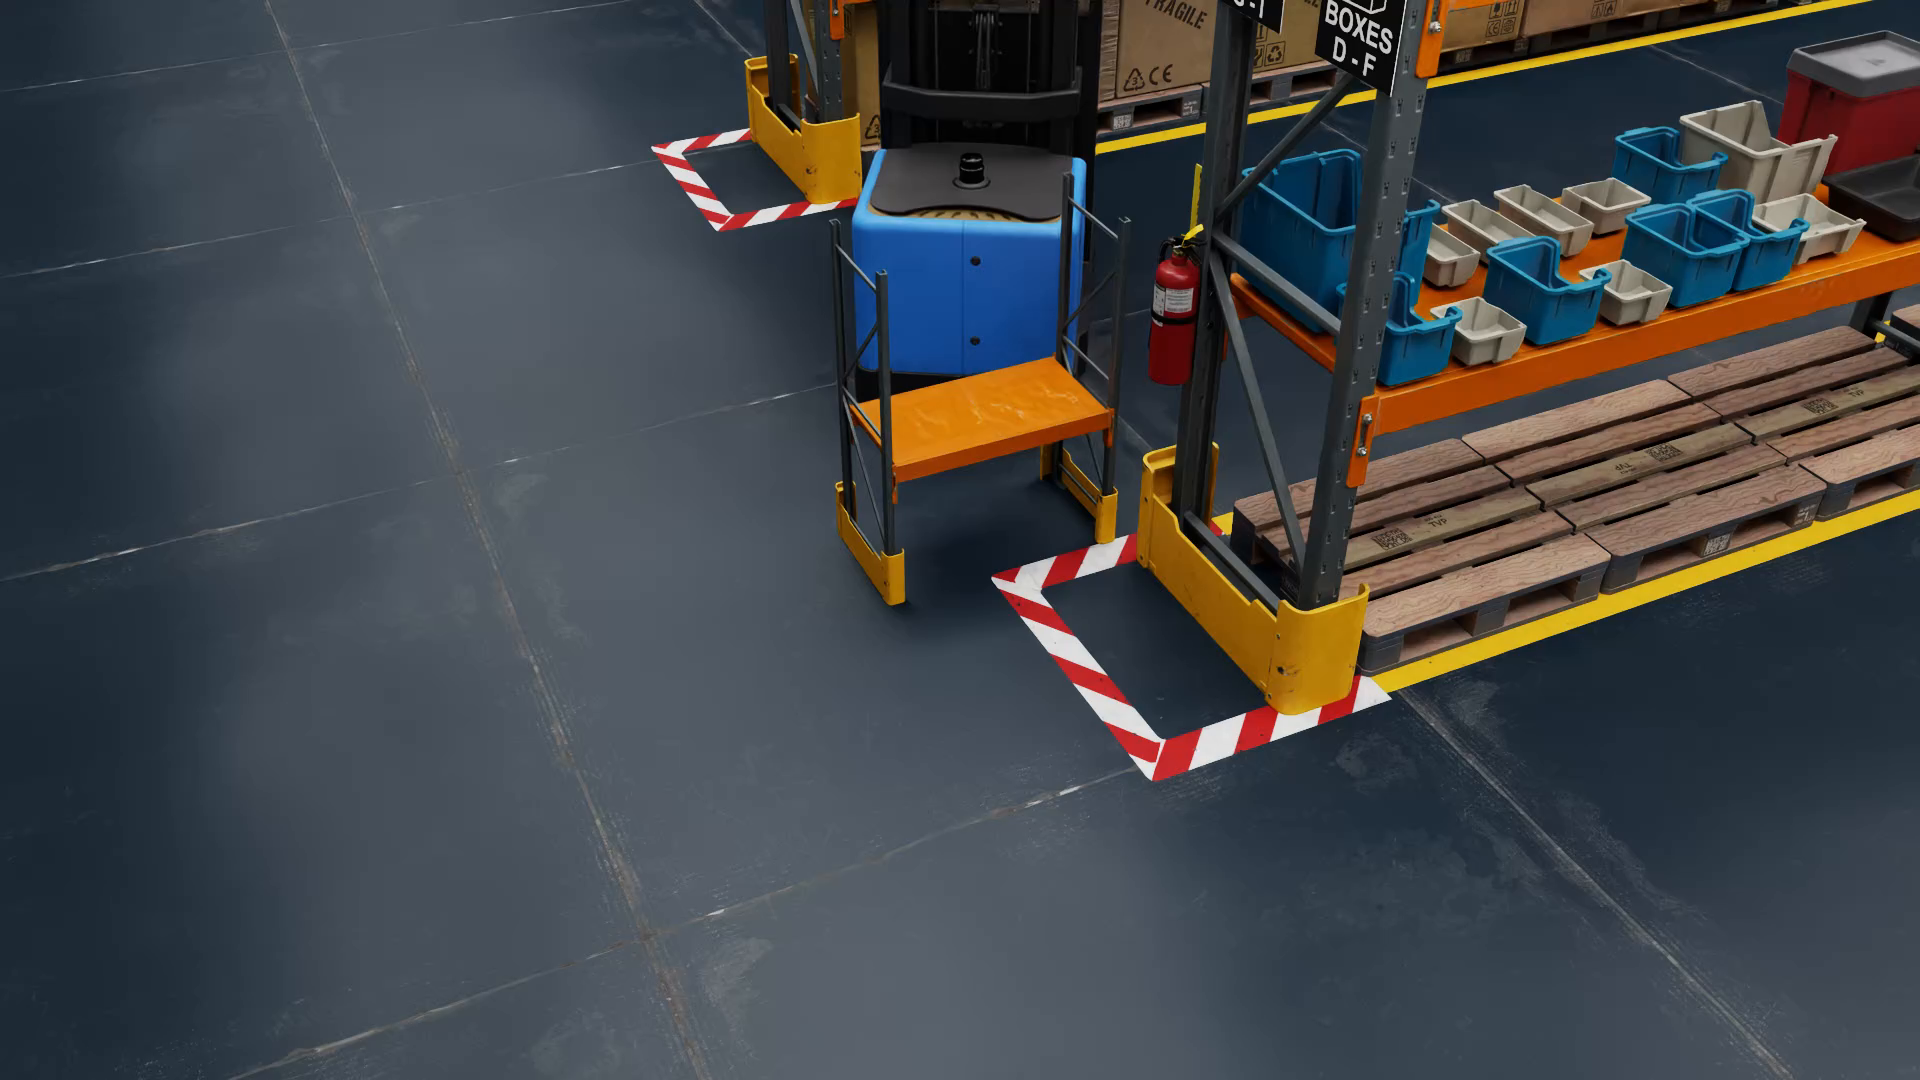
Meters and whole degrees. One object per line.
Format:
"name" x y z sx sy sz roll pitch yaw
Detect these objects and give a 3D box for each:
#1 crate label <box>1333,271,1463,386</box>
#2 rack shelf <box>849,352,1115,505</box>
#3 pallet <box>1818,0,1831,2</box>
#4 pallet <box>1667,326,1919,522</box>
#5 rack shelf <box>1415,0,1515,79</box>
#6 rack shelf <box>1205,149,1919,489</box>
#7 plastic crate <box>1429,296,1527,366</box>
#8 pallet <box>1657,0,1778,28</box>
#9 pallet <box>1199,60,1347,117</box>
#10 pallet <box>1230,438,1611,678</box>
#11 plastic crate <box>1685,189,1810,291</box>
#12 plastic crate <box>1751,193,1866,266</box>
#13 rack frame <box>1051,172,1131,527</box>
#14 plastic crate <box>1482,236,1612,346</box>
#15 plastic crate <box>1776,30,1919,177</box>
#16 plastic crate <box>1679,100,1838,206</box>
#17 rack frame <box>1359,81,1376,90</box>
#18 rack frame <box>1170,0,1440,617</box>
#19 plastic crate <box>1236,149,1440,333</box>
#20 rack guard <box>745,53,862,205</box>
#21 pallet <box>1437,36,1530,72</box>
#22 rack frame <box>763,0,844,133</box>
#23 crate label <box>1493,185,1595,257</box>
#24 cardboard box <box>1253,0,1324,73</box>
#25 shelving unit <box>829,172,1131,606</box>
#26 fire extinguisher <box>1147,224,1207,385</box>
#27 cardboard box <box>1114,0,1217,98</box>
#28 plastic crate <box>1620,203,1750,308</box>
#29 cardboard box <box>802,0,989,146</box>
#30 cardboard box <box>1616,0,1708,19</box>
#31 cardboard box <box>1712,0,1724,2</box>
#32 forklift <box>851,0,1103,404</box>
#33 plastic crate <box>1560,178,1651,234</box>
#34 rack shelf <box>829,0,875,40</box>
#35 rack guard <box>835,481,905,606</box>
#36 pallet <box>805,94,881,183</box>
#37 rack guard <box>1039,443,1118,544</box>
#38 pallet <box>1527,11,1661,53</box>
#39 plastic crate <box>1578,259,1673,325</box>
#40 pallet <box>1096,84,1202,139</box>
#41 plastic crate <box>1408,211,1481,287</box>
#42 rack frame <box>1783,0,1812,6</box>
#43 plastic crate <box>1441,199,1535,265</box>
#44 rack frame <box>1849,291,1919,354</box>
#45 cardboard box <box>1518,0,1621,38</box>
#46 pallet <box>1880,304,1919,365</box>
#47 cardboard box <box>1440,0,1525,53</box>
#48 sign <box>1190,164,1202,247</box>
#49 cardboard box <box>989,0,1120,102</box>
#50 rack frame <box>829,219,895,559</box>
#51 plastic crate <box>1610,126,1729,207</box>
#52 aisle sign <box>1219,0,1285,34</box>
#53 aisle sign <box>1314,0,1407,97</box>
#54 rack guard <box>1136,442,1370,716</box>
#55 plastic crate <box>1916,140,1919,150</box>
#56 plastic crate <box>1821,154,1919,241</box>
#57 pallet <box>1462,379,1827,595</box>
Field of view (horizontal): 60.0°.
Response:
"crate label" 1.517 -0.735 5.813 0.303 0.233 0.416 -16 39 -20
"rack shelf" 0.077 -0.480 6.940 1.000 0.185 0.538 -16 39 -20
"pallet" 6.999 -4.666 13.364 1.213 0.211 1.003 -16 39 -20
"pallet" 4.126 -0.579 7.853 1.213 0.211 1.003 -16 39 -20
"rack shelf" 2.964 -2.315 5.940 4.000 0.370 1.077 -16 39 -20
"rack shelf" 2.964 -1.111 6.833 4.000 0.370 1.077 -16 39 -20
"plastic crate" 1.843 -0.733 5.891 0.298 0.136 0.250 -16 39 -20
"pallet" 5.546 -4.310 12.884 1.213 0.211 1.003 -16 39 -20
"pallet" 1.949 -3.307 11.531 1.213 0.211 1.003 -16 39 -20
"pallet" 1.917 0.039 7.021 1.213 0.211 1.003 -16 39 -20
"plastic crate" 2.981 -1.144 6.365 0.300 0.233 0.416 -16 39 -20
"plastic crate" 3.326 -1.221 6.549 0.466 0.136 0.293 -16 39 -20
"rack frame" 0.537 -0.753 7.006 0.032 1.500 0.500 -16 39 -20
"plastic crate" 2.113 -0.902 6.038 0.300 0.233 0.416 -16 39 -20
"plastic crate" 3.860 -1.865 7.142 0.583 0.464 0.402 -16 39 -20
"plastic crate" 3.314 -1.595 6.932 0.530 0.282 0.437 -16 39 -20
"rack frame" 2.670 -4.577 10.903 0.127 3.000 1.000 -16 39 -20
"rack frame" 1.154 -0.893 5.937 0.127 3.000 1.000 -16 39 -20
"plastic crate" 1.377 -1.117 6.158 0.499 0.435 0.616 -16 39 -20
"rack guard" -0.972 -2.554 10.274 0.348 0.500 1.175 -16 39 -20
"pallet" 3.337 -3.693 12.052 1.213 0.211 1.003 -16 39 -20
"rack frame" -0.951 -3.564 9.538 0.127 3.000 1.000 -16 39 -20
"crate label" 2.325 -1.265 6.608 0.243 0.136 0.396 -16 39 -20
"cardboard box" 2.039 -3.768 11.244 0.875 0.875 0.875 -16 39 -20
"shelving unit" 0.069 -0.622 6.829 1.083 1.500 0.587 -16 39 -20
"fire extinguisher" 0.824 -0.919 6.350 0.183 0.674 0.296 -16 39 -20
"cardboard box" 1.224 -3.540 10.936 0.875 0.875 0.875 -16 39 -20
"plastic crate" 2.709 -1.068 6.263 0.300 0.233 0.416 -16 39 -20
"cardboard box" -0.405 -3.085 10.322 0.875 0.875 0.875 -16 39 -20
"cardboard box" 4.847 -4.520 12.257 0.875 0.875 1.225 -15 39 -20
"cardboard box" 5.658 -4.741 12.555 0.875 0.875 1.225 -17 40 -22
"forklift" 0.170 -2.588 8.279 1.130 2.935 3.031 4 37 5
"plastic crate" 2.585 -1.350 6.723 0.250 0.136 0.298 -16 39 -20
"rack shelf" 0.860 -3.782 10.435 4.000 0.370 1.077 -16 39 -20
"rack guard" -0.382 0.006 7.032 0.087 0.250 0.587 -16 39 -20
"pallet" -0.260 -2.689 10.698 1.213 0.211 1.003 -16 39 -20
"rack guard" 0.520 -0.246 7.371 0.087 0.250 0.587 -16 39 -20
"pallet" 4.443 -4.004 12.471 1.213 0.211 1.003 -16 39 -20
"plastic crate" 2.457 -0.905 6.123 0.298 0.136 0.250 -16 39 -20
"pallet" 0.843 -2.995 11.111 1.213 0.211 1.003 -16 39 -20
"plastic crate" 1.815 -1.116 6.407 0.243 0.136 0.396 -16 39 -20
"rack frame" 6.291 -5.589 12.268 0.127 3.000 1.000 -16 39 -20
"plastic crate" 2.083 -1.181 6.496 0.243 0.136 0.396 -16 39 -20
"rack frame" 4.775 -1.906 7.302 0.127 3.000 1.000 -16 39 -20
"cardboard box" 4.050 -4.292 11.949 0.875 0.875 1.225 -17 40 -21
"pallet" 5.491 -0.959 8.365 1.213 0.211 1.003 -16 39 -20
"cardboard box" 3.241 -4.065 11.644 0.875 0.875 1.225 -15 39 -20
"sign" 0.905 -1.251 6.282 0.005 0.325 0.100 -16 39 -20
"cardboard box" 0.418 -3.315 10.633 0.875 0.875 0.875 -16 39 -20
"rack frame" -0.383 -0.495 6.659 0.032 1.500 0.500 -16 39 -20
"plastic crate" 2.904 -1.508 6.856 0.300 0.233 0.416 -16 39 -20
"aisle sign" 0.964 -2.077 5.351 0.004 0.787 0.394 -16 39 -20
"aisle sign" 1.215 -1.759 4.922 0.004 0.787 0.394 -16 39 -20
"rack guard" 1.137 0.124 6.664 0.348 0.500 1.175 -16 39 -20
"plastic crate" 4.293 -1.783 7.307 0.243 0.136 0.396 -16 39 -20
"plastic crate" 3.876 -1.391 6.788 0.590 0.125 0.437 -16 39 -20
"pallet" 3.020 -0.268 7.434 1.213 0.211 1.003 -16 39 -20
